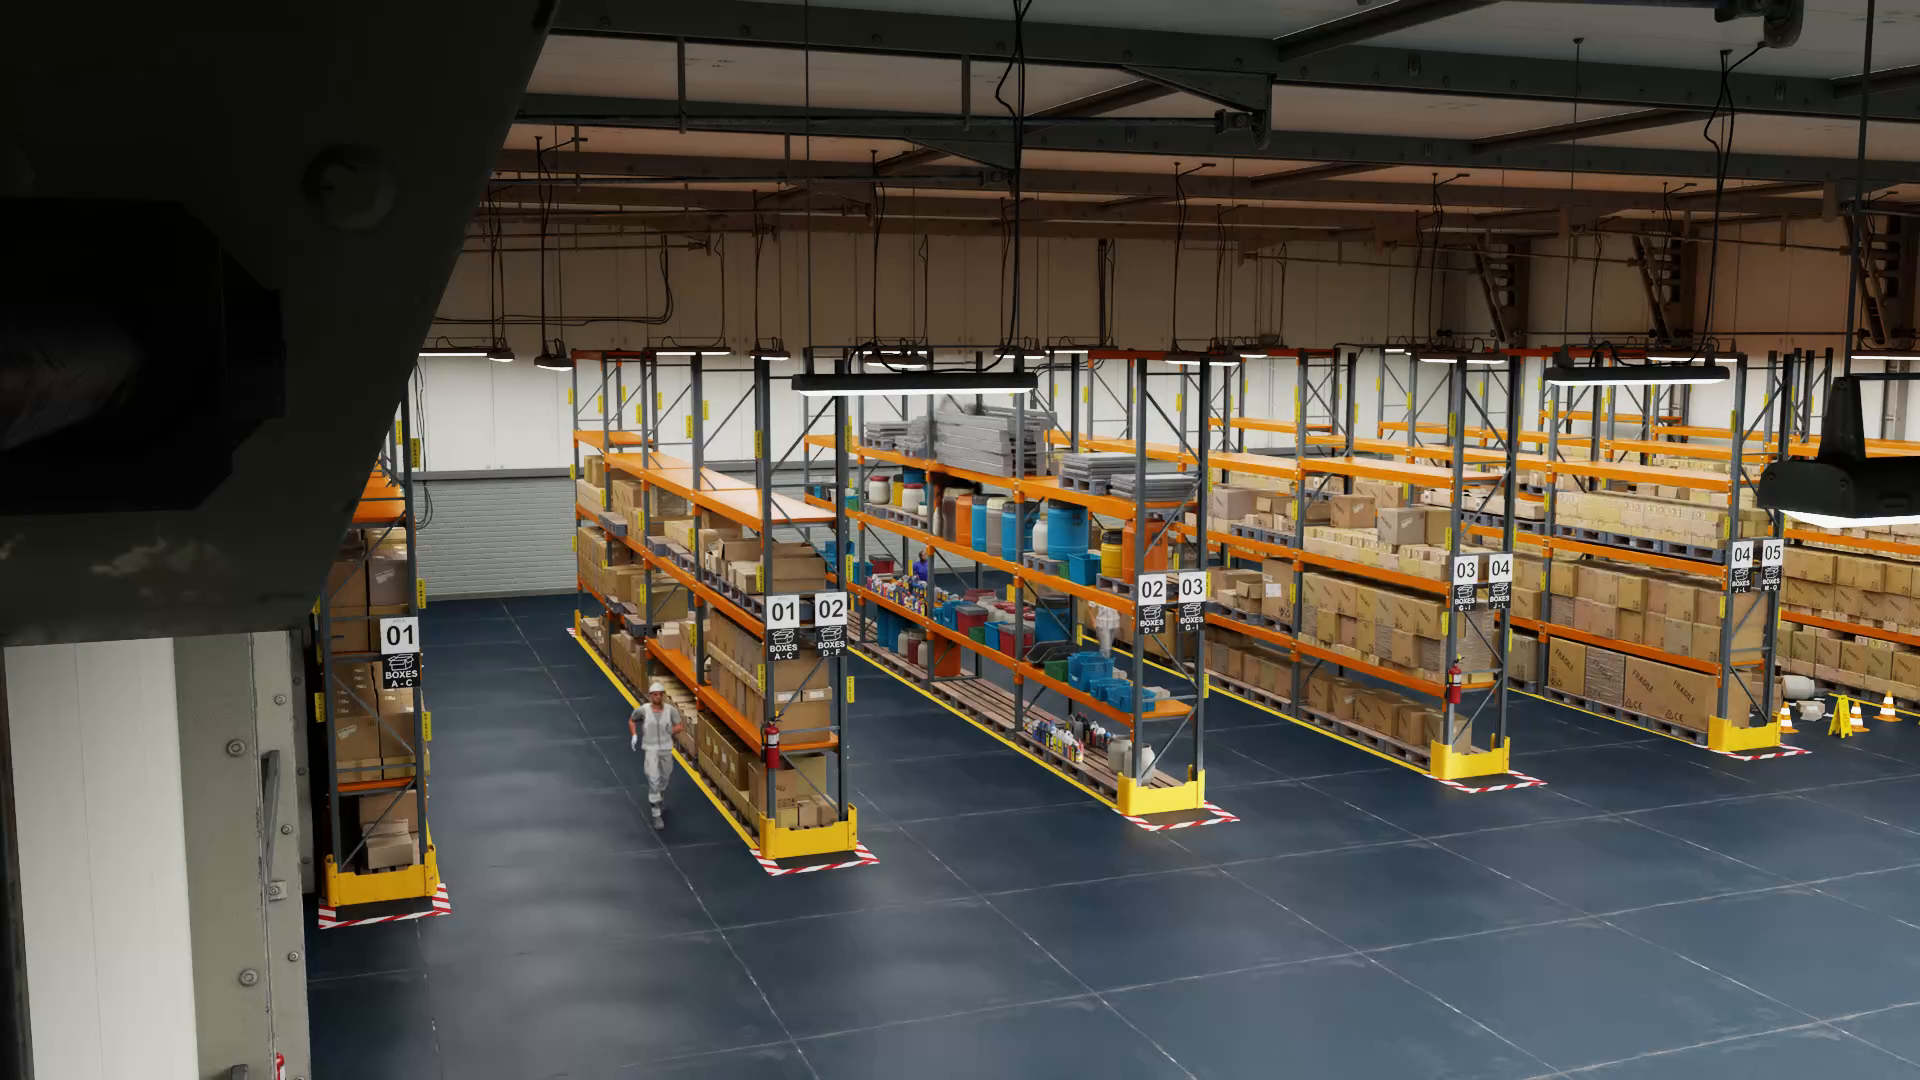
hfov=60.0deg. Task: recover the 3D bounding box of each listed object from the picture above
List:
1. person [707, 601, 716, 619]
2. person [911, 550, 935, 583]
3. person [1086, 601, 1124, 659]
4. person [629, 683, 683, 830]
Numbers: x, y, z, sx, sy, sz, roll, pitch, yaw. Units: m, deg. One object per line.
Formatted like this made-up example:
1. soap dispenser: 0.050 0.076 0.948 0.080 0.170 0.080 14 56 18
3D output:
1. person: -5.090 1.258 34.076 0.684 1.787 0.889 -4 8 -27
2. person: -0.796 1.017 36.386 0.587 1.611 0.528 -2 7 -17
3. person: 2.593 1.590 29.229 0.582 1.751 0.718 -5 8 -33
4. person: -3.924 2.747 21.566 0.655 1.816 0.910 -3 8 -23
